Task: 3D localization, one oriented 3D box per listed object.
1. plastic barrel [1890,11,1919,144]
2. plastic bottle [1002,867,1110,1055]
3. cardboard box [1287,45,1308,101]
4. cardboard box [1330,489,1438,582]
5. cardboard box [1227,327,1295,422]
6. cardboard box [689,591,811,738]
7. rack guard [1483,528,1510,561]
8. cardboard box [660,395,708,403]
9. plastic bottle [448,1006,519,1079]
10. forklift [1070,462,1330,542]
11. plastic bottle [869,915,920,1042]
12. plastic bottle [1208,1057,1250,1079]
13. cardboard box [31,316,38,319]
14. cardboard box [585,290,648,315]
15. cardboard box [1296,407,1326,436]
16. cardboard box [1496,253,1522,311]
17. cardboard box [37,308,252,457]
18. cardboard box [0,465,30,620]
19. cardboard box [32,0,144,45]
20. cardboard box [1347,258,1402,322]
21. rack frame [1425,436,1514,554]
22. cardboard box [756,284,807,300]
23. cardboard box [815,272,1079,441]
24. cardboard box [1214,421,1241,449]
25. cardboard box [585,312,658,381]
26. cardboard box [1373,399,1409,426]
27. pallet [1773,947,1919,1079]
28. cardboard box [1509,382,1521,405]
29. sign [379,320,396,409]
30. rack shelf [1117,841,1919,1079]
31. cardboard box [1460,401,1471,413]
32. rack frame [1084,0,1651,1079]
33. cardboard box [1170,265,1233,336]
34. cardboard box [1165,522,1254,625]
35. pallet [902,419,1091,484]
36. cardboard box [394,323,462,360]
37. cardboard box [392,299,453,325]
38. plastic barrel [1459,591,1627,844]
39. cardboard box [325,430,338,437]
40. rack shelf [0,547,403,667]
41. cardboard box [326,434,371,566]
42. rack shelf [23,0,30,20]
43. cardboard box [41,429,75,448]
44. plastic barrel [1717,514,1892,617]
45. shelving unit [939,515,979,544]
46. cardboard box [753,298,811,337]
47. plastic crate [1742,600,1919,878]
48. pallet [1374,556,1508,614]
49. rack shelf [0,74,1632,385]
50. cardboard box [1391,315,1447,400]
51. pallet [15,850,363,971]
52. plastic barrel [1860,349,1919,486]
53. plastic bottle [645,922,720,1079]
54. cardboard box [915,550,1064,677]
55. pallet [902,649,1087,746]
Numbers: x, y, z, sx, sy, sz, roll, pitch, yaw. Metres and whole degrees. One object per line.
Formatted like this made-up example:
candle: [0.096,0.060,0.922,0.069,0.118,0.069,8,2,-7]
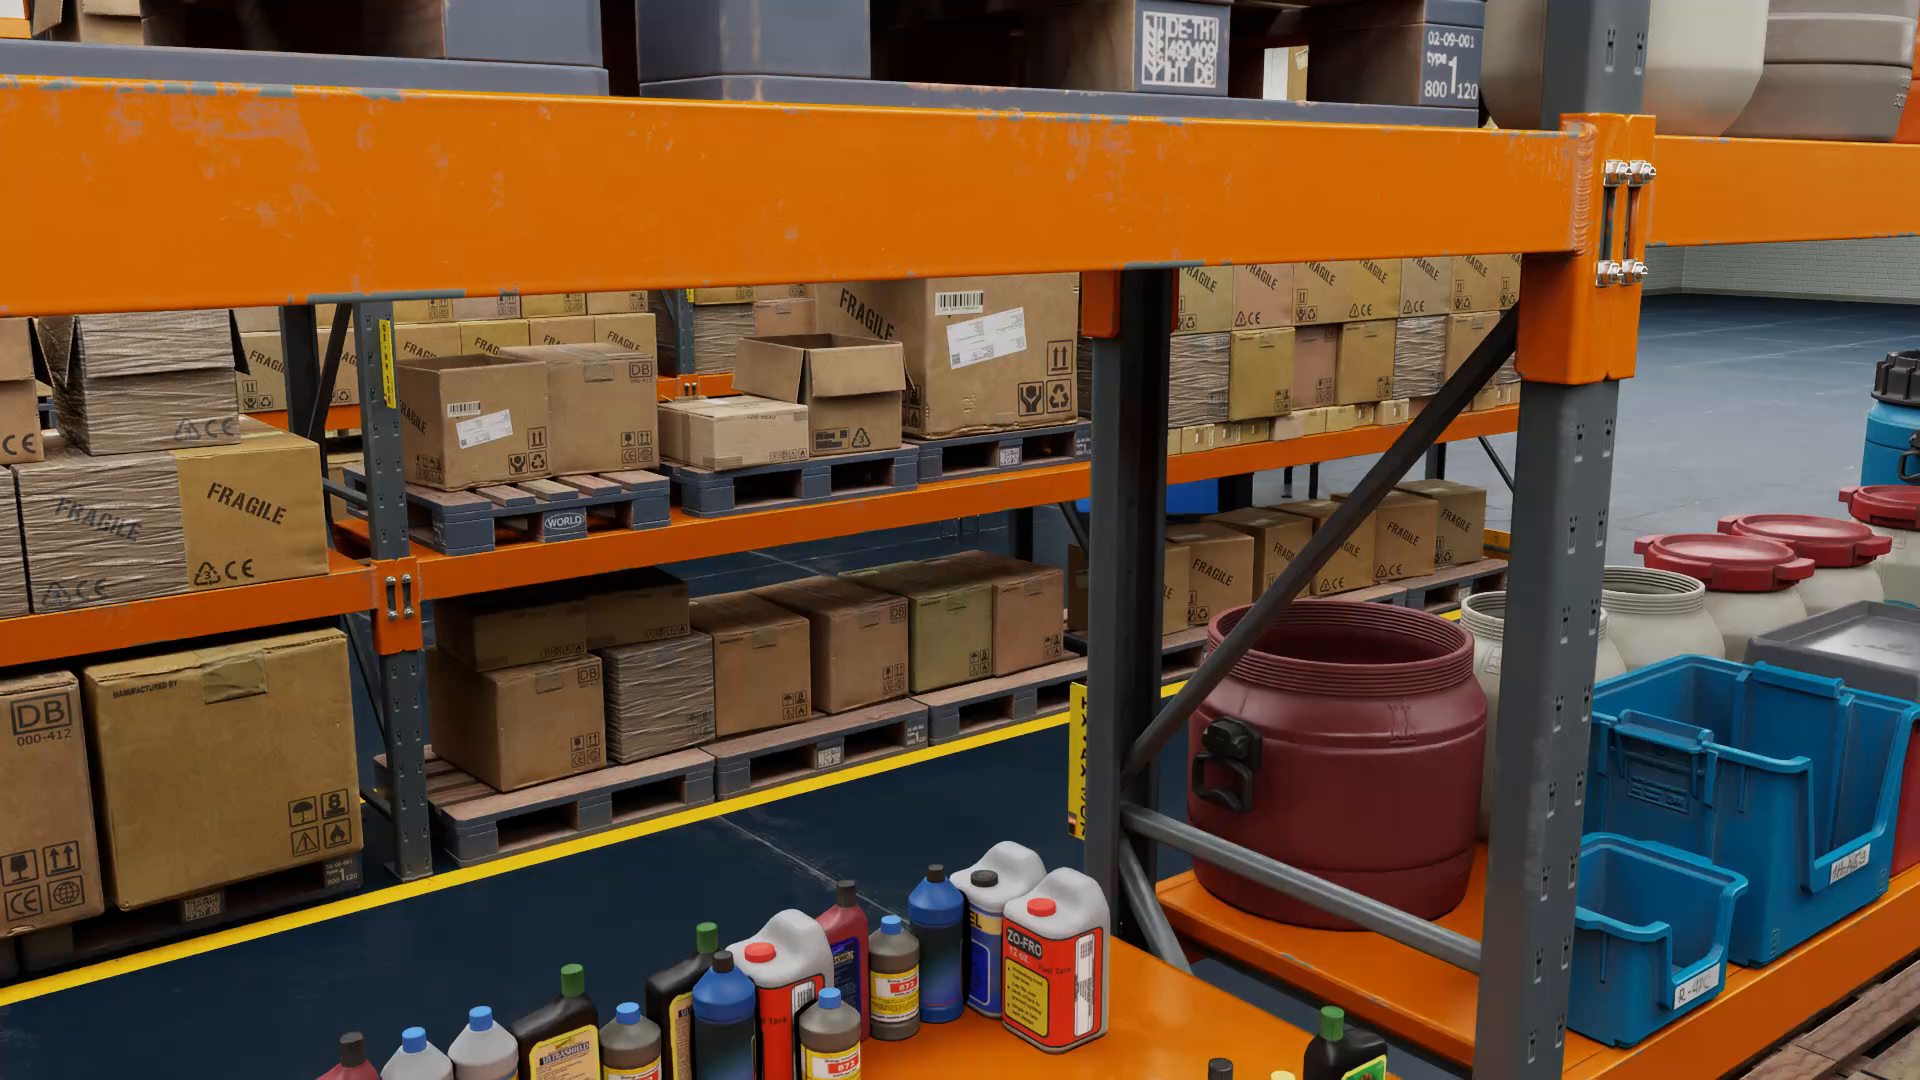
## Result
plastic barrel: [1.893,-1.210,3.350,0.708,0.830,0.600,-9,15,-38]
plastic bottle: [0.161,0.713,2.850,0.135,0.276,0.152,-9,15,-38]
cardboard box: [2.430,-2.975,10.537,0.500,0.500,0.500,-10,15,-38]
cardboard box: [2.815,-0.039,11.098,0.500,0.500,0.500,-5,13,-23]
cardboard box: [1.437,-1.001,9.663,0.500,0.500,0.875,-9,15,-38]
cardboard box: [-1.114,0.589,8.093,0.500,0.500,0.700,-8,14,-33]
rack guard: [3.699,0.015,11.856,0.348,0.500,1.175,-9,15,-38]
cardboard box: [-1.355,-0.580,7.950,0.258,0.266,0.396,-10,16,-39]
plastic bottle: [-0.687,0.808,2.411,0.097,0.271,0.097,0,12,0]
forklift: [2.405,-1.438,12.846,3.031,2.935,1.130,0,12,0]
plastic bottle: [-0.118,0.748,2.864,0.097,0.201,0.097,0,12,0]
plastic bottle: [0.376,0.832,2.269,0.133,0.283,0.061,-9,15,-38]
cardboard box: [-8.068,-1.913,14.510,0.250,0.149,0.380,-11,16,-41]
cardboard box: [-2.769,-1.989,12.627,0.500,0.500,0.700,-10,15,-39]
cardboard box: [1.951,-0.721,9.909,0.250,0.149,0.380,-9,15,-38]
cardboard box: [3.483,-1.790,10.973,0.500,0.500,0.500,-9,15,-38]
cardboard box: [-3.070,-0.627,6.205,0.637,0.503,0.797,-9,15,-36]
cardboard box: [-3.515,0.007,5.633,0.500,0.500,0.500,-10,16,-39]
cardboard box: [-2.920,-1.812,5.960,0.637,0.503,0.797,-8,15,-34]
cardboard box: [2.309,-1.596,10.060,0.500,0.500,0.500,-9,15,-38]
rack frame: [3.758,-1.218,11.643,0.127,3.000,1.000,-9,15,-38]
cardboard box: [-1.718,-2.251,13.545,0.550,0.550,0.875,-9,15,-38]
cardboard box: [-0.073,-1.117,8.714,1.000,1.000,1.000,-9,15,-37]
cardboard box: [1.372,-0.622,9.443,0.250,0.149,0.380,-9,15,-38]
cardboard box: [-2.625,-1.454,12.515,0.500,0.500,0.500,-10,15,-38]
cardboard box: [2.559,-0.813,10.340,0.250,0.149,0.380,-9,15,-38]
pallet: [3.140,1.577,5.195,1.213,0.211,1.003,-9,15,-38]
cardboard box: [3.665,-1.025,11.337,0.250,0.149,0.380,-9,15,-38]
sign: [-2.139,-0.657,6.212,0.005,0.325,0.100,-9,15,-38]
rack shelf: [2.167,0.716,4.268,4.000,0.370,1.077,-9,15,-38]
cardboard box: [3.101,-0.921,10.852,0.250,0.149,0.380,-9,15,-38]
rack frame: [0.606,0.624,2.971,0.127,3.000,1.000,-9,15,-38]
cardboard box: [1.145,-1.400,9.134,0.500,0.500,0.500,-9,15,-38]
cardboard box: [1.415,0.198,9.984,0.500,0.500,0.500,-4,13,-20]
pallet: [-0.053,-0.529,8.862,1.213,0.211,1.003,-9,15,-38]
cardboard box: [-3.809,-1.257,11.586,0.500,0.500,0.500,-10,15,-38]
cardboard box: [-3.959,-1.791,11.695,0.500,0.500,0.700,-10,15,-38]
plastic barrel: [1.276,0.401,3.751,0.421,0.512,0.421,0,12,0]
cardboard box: [-6.523,-1.064,16.233,0.625,0.372,0.950,-8,15,-34]
rack shelf: [-4.050,0.432,5.607,4.000,0.370,1.077,-9,15,-38]
cardboard box: [-4.296,-0.281,11.635,0.750,0.750,1.050,-9,15,-37]
rack shelf: [-7.070,-3.125,8.875,4.000,0.370,1.077,-9,15,-38]
cardboard box: [-3.439,-0.142,6.338,0.500,0.500,0.500,-10,16,-39]
plastic barrel: [2.272,0.222,4.536,0.433,0.535,0.433,0,12,0]
shelving unit: [-0.006,-0.439,13.030,0.210,0.900,0.258,-9,15,-38]
cardboard box: [-1.689,-1.715,13.621,0.550,0.550,0.875,-9,15,-38]
plastic crate: [2.059,0.432,3.718,0.583,0.464,0.402,-9,15,-38]
pallet: [3.043,0.256,11.416,1.213,0.211,1.003,-9,15,-38]
rack shelf: [-0.956,-0.232,1.512,4.000,0.370,1.077,-9,15,-38]
cardboard box: [2.579,-1.203,10.617,0.500,0.500,0.875,-9,15,-38]
pallet: [-3.151,1.274,6.619,1.213,0.211,1.003,-9,15,-38]
plastic barrel: [3.238,-0.140,5.358,0.708,0.901,0.600,-9,15,-38]
plastic bottle: [-0.429,0.754,2.636,0.133,0.283,0.061,-9,15,-38]
cardboard box: [0.142,0.385,9.054,0.500,0.500,0.700,-11,16,-42]
pallet: [0.028,0.766,9.011,1.213,0.211,1.003,-9,15,-38]
